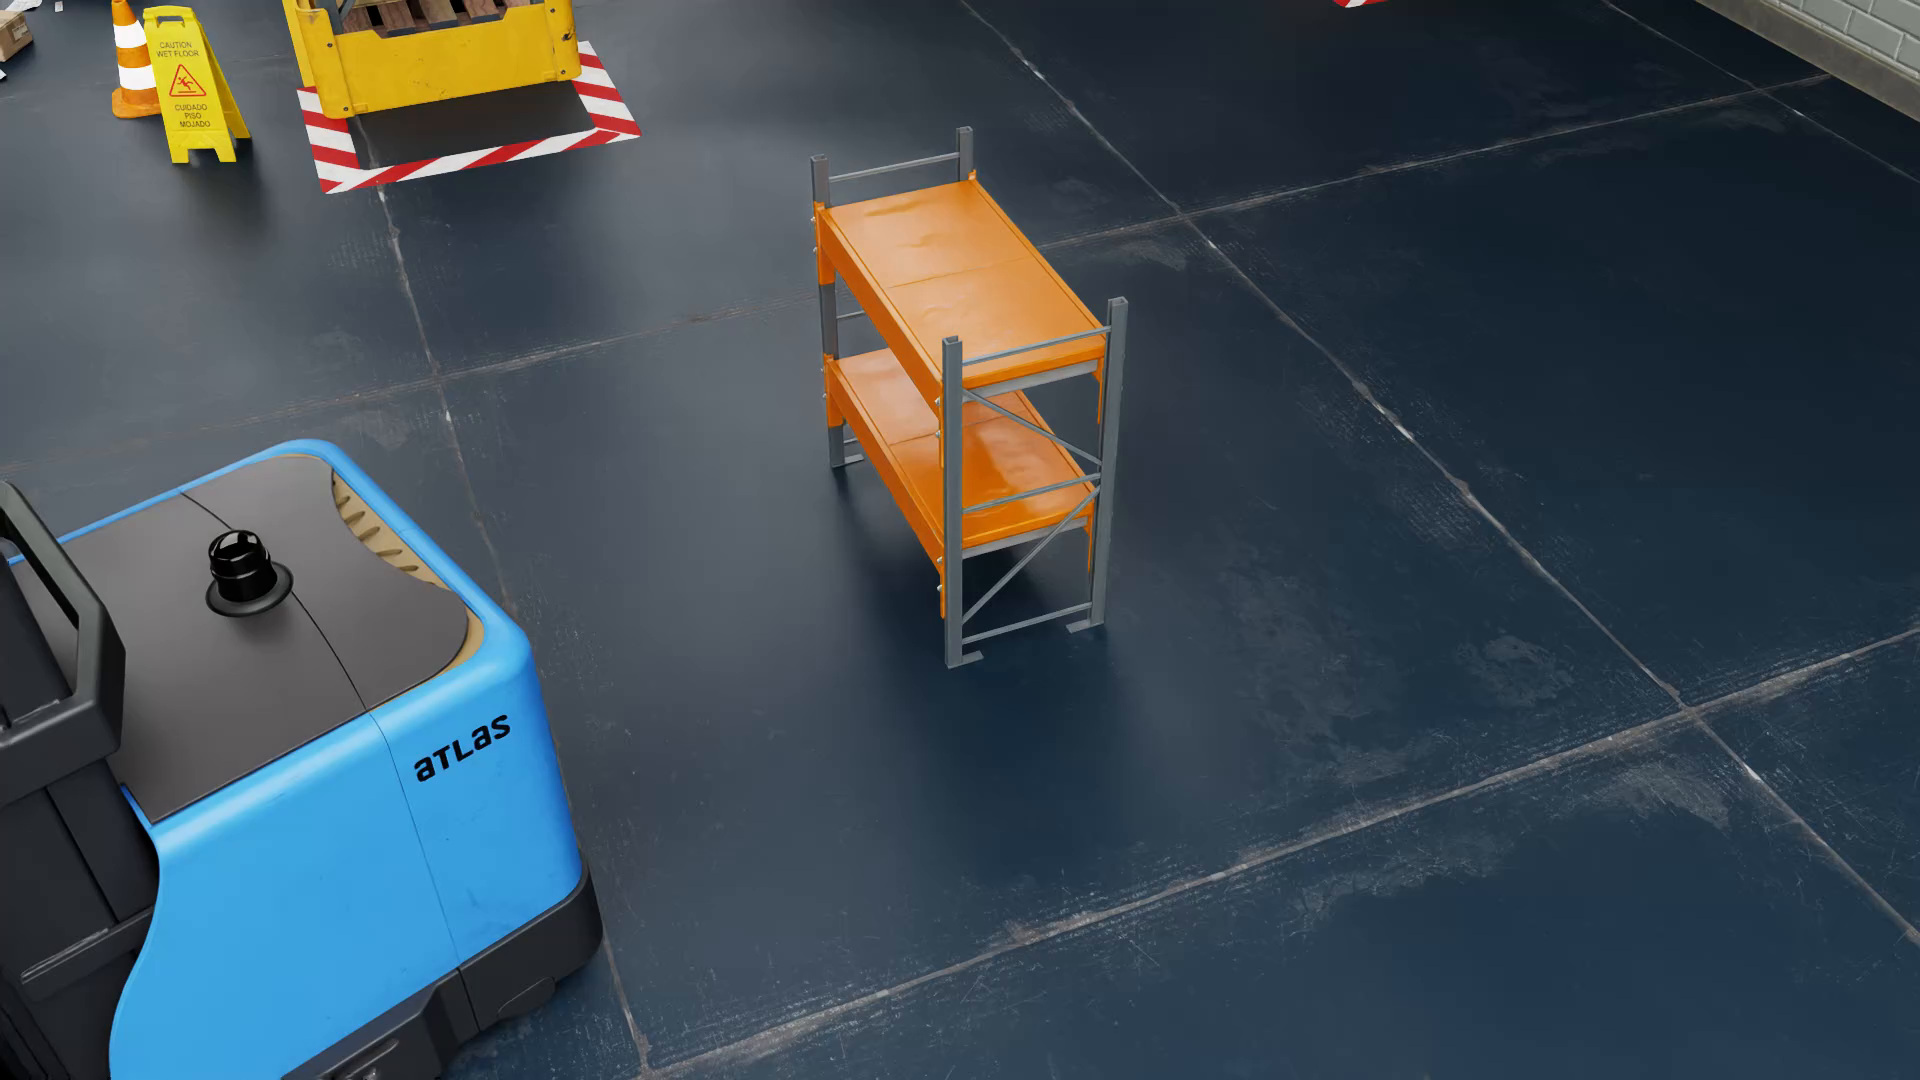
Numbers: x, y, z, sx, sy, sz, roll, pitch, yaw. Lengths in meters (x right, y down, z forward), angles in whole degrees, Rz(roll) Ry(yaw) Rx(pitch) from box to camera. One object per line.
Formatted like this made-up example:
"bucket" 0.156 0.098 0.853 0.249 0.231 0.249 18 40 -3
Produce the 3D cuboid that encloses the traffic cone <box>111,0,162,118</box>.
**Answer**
"traffic cone" -3.686 -2.187 7.439 0.336 0.463 0.334 -15 43 -17

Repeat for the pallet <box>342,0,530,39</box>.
"pallet" -2.637 -2.699 8.226 1.003 0.211 1.213 -15 43 -17

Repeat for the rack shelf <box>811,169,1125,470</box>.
"rack shelf" -0.003 -0.652 4.697 0.538 0.278 1.000 -15 43 -17

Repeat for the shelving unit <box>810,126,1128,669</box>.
"shelving unit" -0.003 -0.431 4.888 0.538 1.125 1.048 -15 43 -17

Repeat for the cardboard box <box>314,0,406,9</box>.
"cardboard box" -2.896 -2.763 7.949 0.500 0.250 0.500 -15 43 -17

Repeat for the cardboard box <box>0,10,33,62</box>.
"cardboard box" -4.697 -2.416 7.946 0.380 0.149 0.250 5 41 6

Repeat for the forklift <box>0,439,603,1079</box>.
"forklift" -2.299 0.314 2.637 3.031 2.935 1.130 -30 49 -30

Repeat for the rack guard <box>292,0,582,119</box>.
"rack guard" -2.358 -2.310 7.553 1.175 0.500 0.348 -15 43 -17

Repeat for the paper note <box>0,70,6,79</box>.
"paper note" -4.530 -2.159 7.737 0.148 0.019 0.142 -31 49 -31

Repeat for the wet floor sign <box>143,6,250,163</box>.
"wet floor sign" -3.245 -1.938 7.009 0.267 0.644 0.232 -2 41 -2

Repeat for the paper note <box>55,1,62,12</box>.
"paper note" -4.532 -2.683 8.363 0.032 0.001 0.123 -15 43 -17

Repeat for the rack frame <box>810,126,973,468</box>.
"rack frame" -0.197 -0.737 5.244 0.500 1.125 0.032 -15 43 -17

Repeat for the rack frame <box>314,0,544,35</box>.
"rack frame" -2.329 -3.212 6.685 1.000 3.000 0.127 -15 43 -17

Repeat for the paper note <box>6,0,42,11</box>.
"paper note" -4.717 -2.704 8.380 0.148 0.019 0.142 -2 41 -2

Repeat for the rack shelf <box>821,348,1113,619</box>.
"rack shelf" -0.003 -0.245 5.047 0.538 0.278 1.000 -15 43 -17

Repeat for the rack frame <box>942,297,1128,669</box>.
"rack frame" 0.192 -0.124 4.532 0.500 1.125 0.032 -15 43 -17
